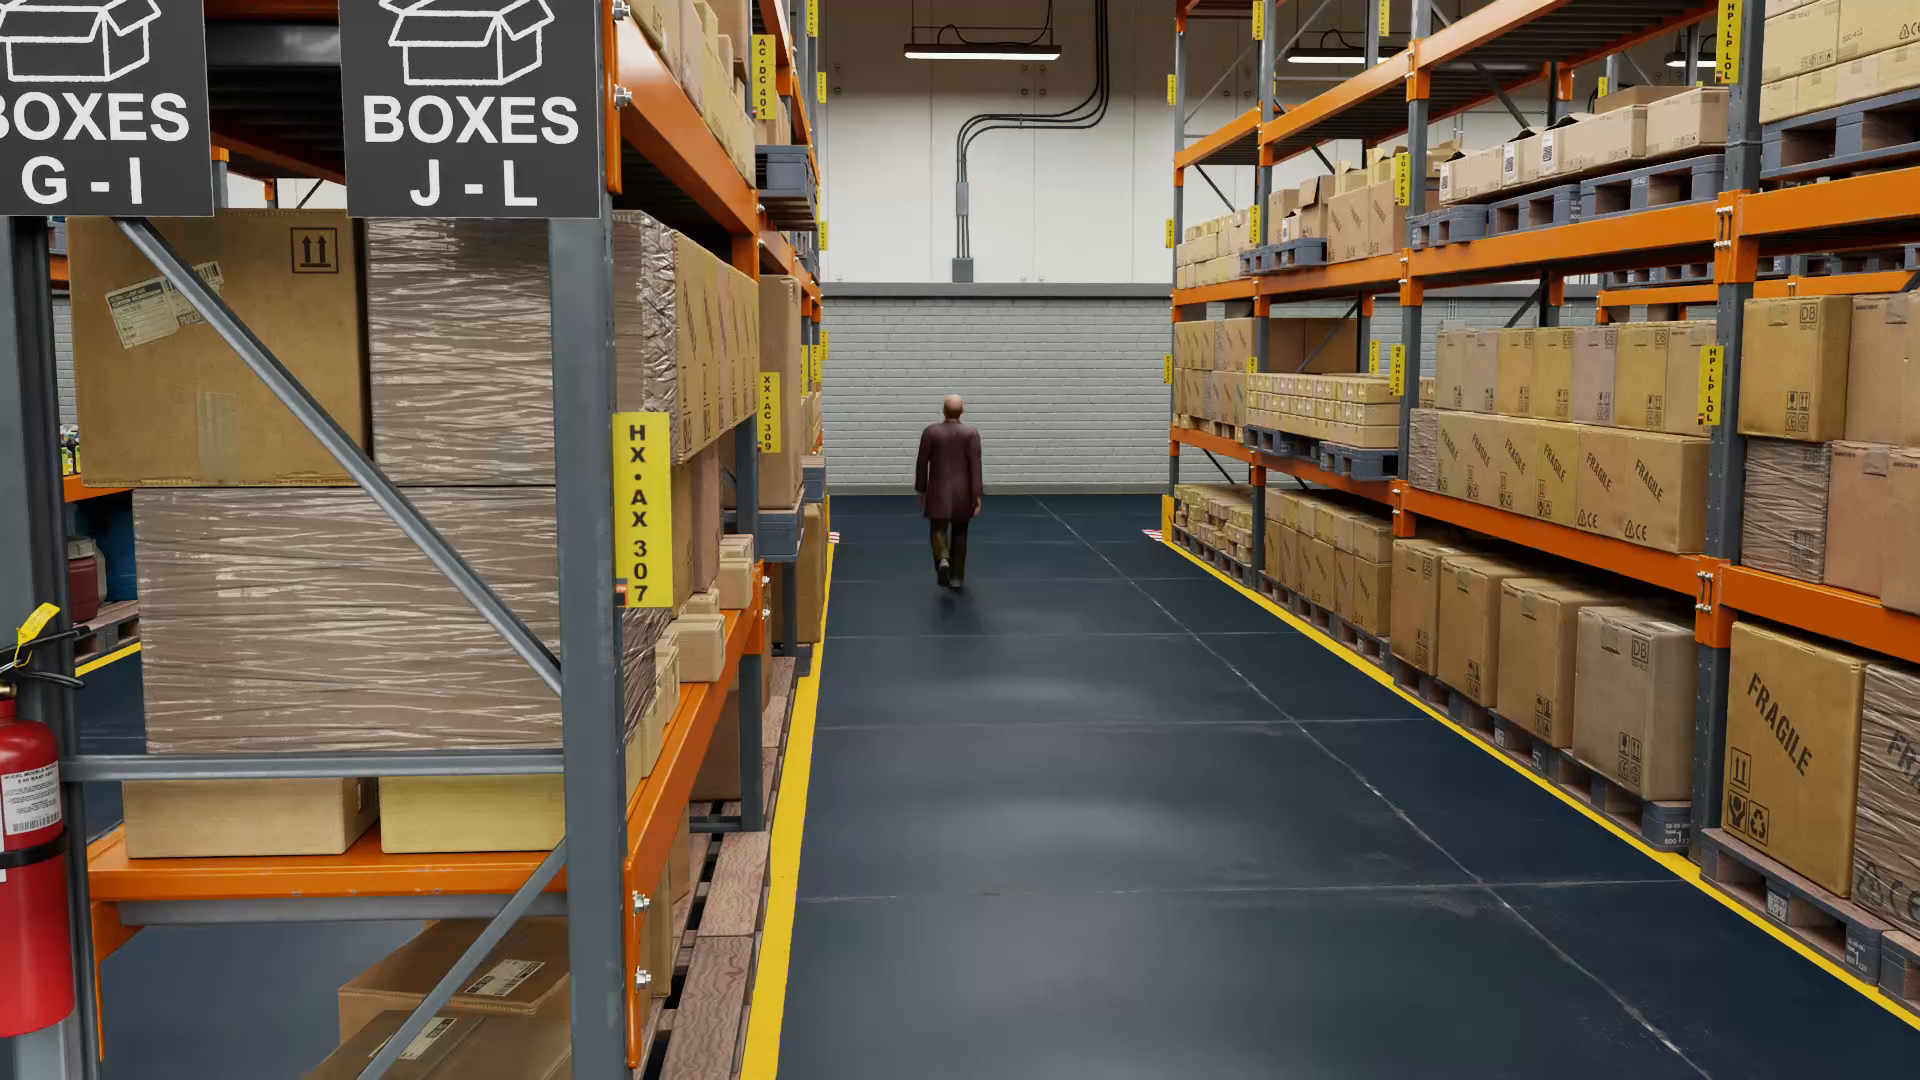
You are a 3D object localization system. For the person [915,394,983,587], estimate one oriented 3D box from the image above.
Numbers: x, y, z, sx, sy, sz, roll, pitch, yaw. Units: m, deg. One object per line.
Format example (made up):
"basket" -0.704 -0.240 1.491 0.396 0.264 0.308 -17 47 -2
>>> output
"person" -0.099 -0.423 14.830 0.604 1.747 0.960 0 7 -2
